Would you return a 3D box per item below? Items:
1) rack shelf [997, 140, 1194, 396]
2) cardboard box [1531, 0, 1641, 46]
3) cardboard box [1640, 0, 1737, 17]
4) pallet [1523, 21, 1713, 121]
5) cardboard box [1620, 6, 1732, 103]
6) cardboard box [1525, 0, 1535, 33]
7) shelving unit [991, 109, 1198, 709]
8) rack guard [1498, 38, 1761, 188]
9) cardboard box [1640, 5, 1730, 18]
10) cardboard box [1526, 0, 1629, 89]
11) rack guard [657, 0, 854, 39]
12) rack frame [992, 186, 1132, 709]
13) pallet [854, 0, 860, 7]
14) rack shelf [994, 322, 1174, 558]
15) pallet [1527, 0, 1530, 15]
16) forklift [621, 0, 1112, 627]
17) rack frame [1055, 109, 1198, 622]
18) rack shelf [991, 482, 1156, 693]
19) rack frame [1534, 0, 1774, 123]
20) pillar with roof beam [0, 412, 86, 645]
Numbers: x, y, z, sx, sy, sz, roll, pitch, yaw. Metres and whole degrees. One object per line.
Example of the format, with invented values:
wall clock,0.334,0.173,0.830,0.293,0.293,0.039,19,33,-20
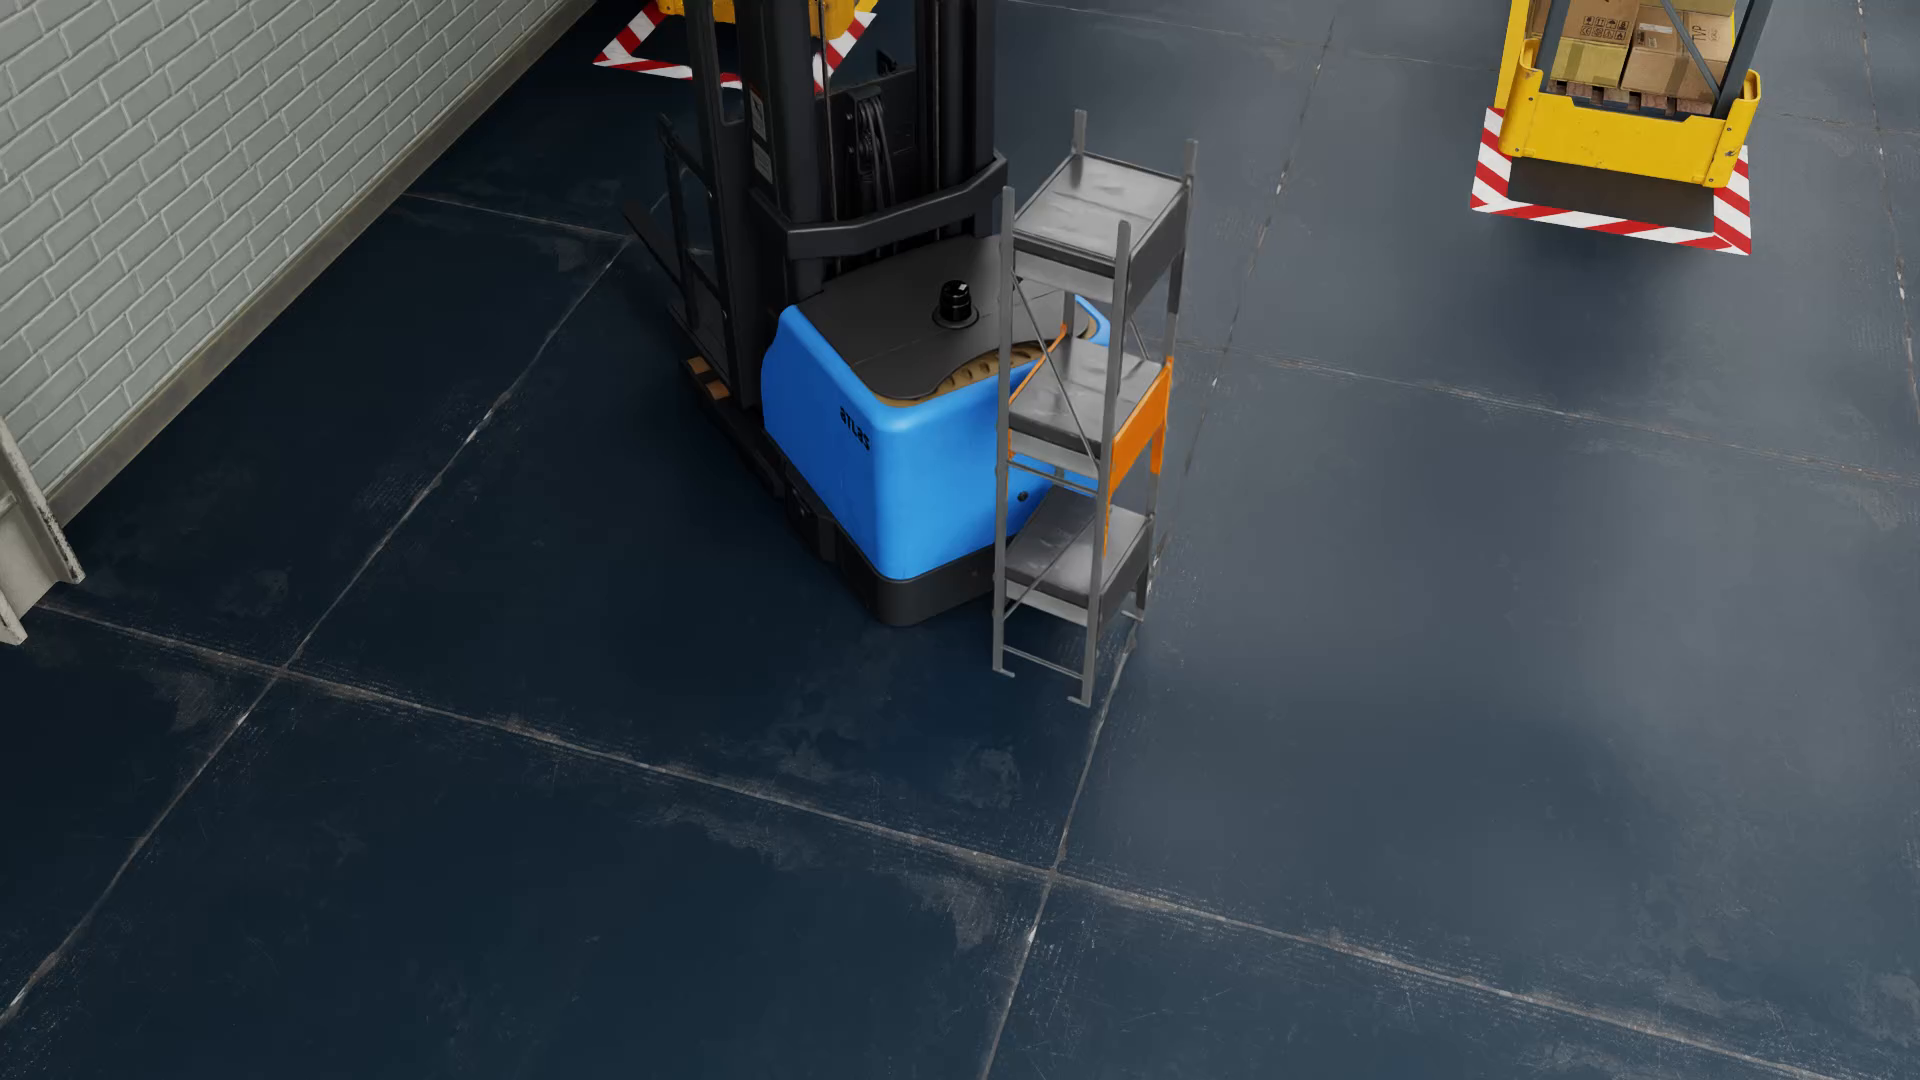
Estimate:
rack shelf,0.416,-0.841,5.127,0.431,0.518,0.480,20,48,20
cardboard box,3.354,-2.993,8.794,0.500,0.500,0.500,13,46,13
cardboard box,3.999,-3.217,9.022,0.500,0.500,0.500,13,46,13
pallet,3.667,-2.659,9.317,1.003,0.211,1.213,13,46,13
cardboard box,3.849,-2.615,8.943,0.500,0.250,0.500,13,46,13
cardboard box,3.496,-3.061,9.399,0.500,0.250,0.500,13,46,13
shelving unit,0.416,-0.351,5.607,0.431,2.100,0.503,20,48,20
rack guard,3.468,-2.228,8.669,1.175,0.500,0.348,13,46,13
cardboard box,3.997,-2.949,9.285,0.500,0.250,0.500,13,46,13
cardboard box,3.356,-2.725,9.056,0.500,0.250,0.500,13,46,13
rack guard,-1.224,-3.341,9.807,1.175,0.500,0.348,13,46,13
rack frame,0.301,-0.200,5.453,0.400,2.100,0.015,20,48,20
pallet,-0.944,-3.772,10.454,1.003,0.211,1.213,13,46,13
rack shelf,0.416,-0.341,5.617,0.431,0.518,0.480,20,48,20
pallet,4.038,-3.470,10.145,1.003,0.211,1.213,13,46,13
forklift,-0.589,-1.736,6.428,1.130,2.935,3.031,-23,49,-22
rack frame,0.530,-0.501,5.761,0.400,2.100,0.015,20,48,20
rack shelf,0.416,0.159,6.106,0.431,0.518,0.480,20,48,20
rack frame,3.475,-3.137,7.811,1.000,3.000,0.127,13,46,13
pillar with roof beam,0.426,-2.067,2.428,9.100,9.000,0.400,13,46,13
